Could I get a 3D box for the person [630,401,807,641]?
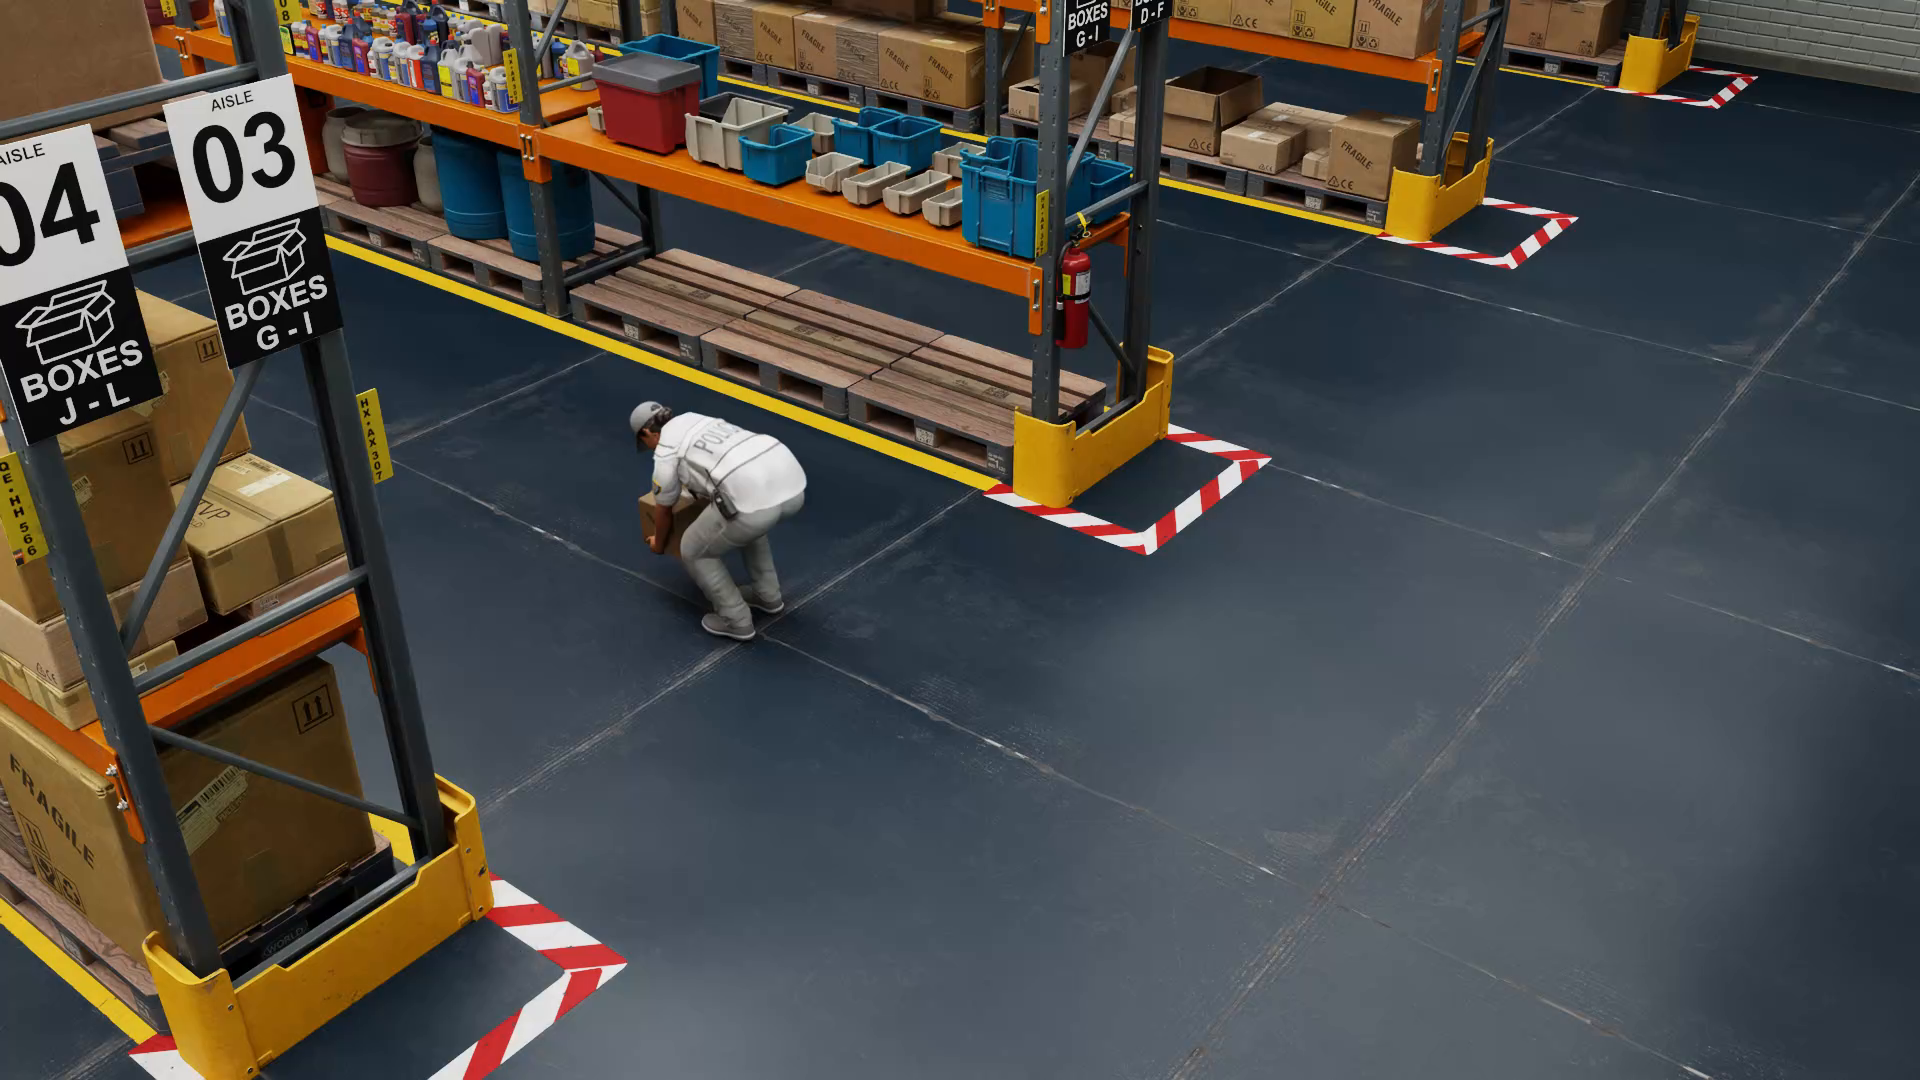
[{"bbox_3d":[-1.160,-0.100,7.915,0.938,1.032,0.504,19,36,29],"label":"person"}]
